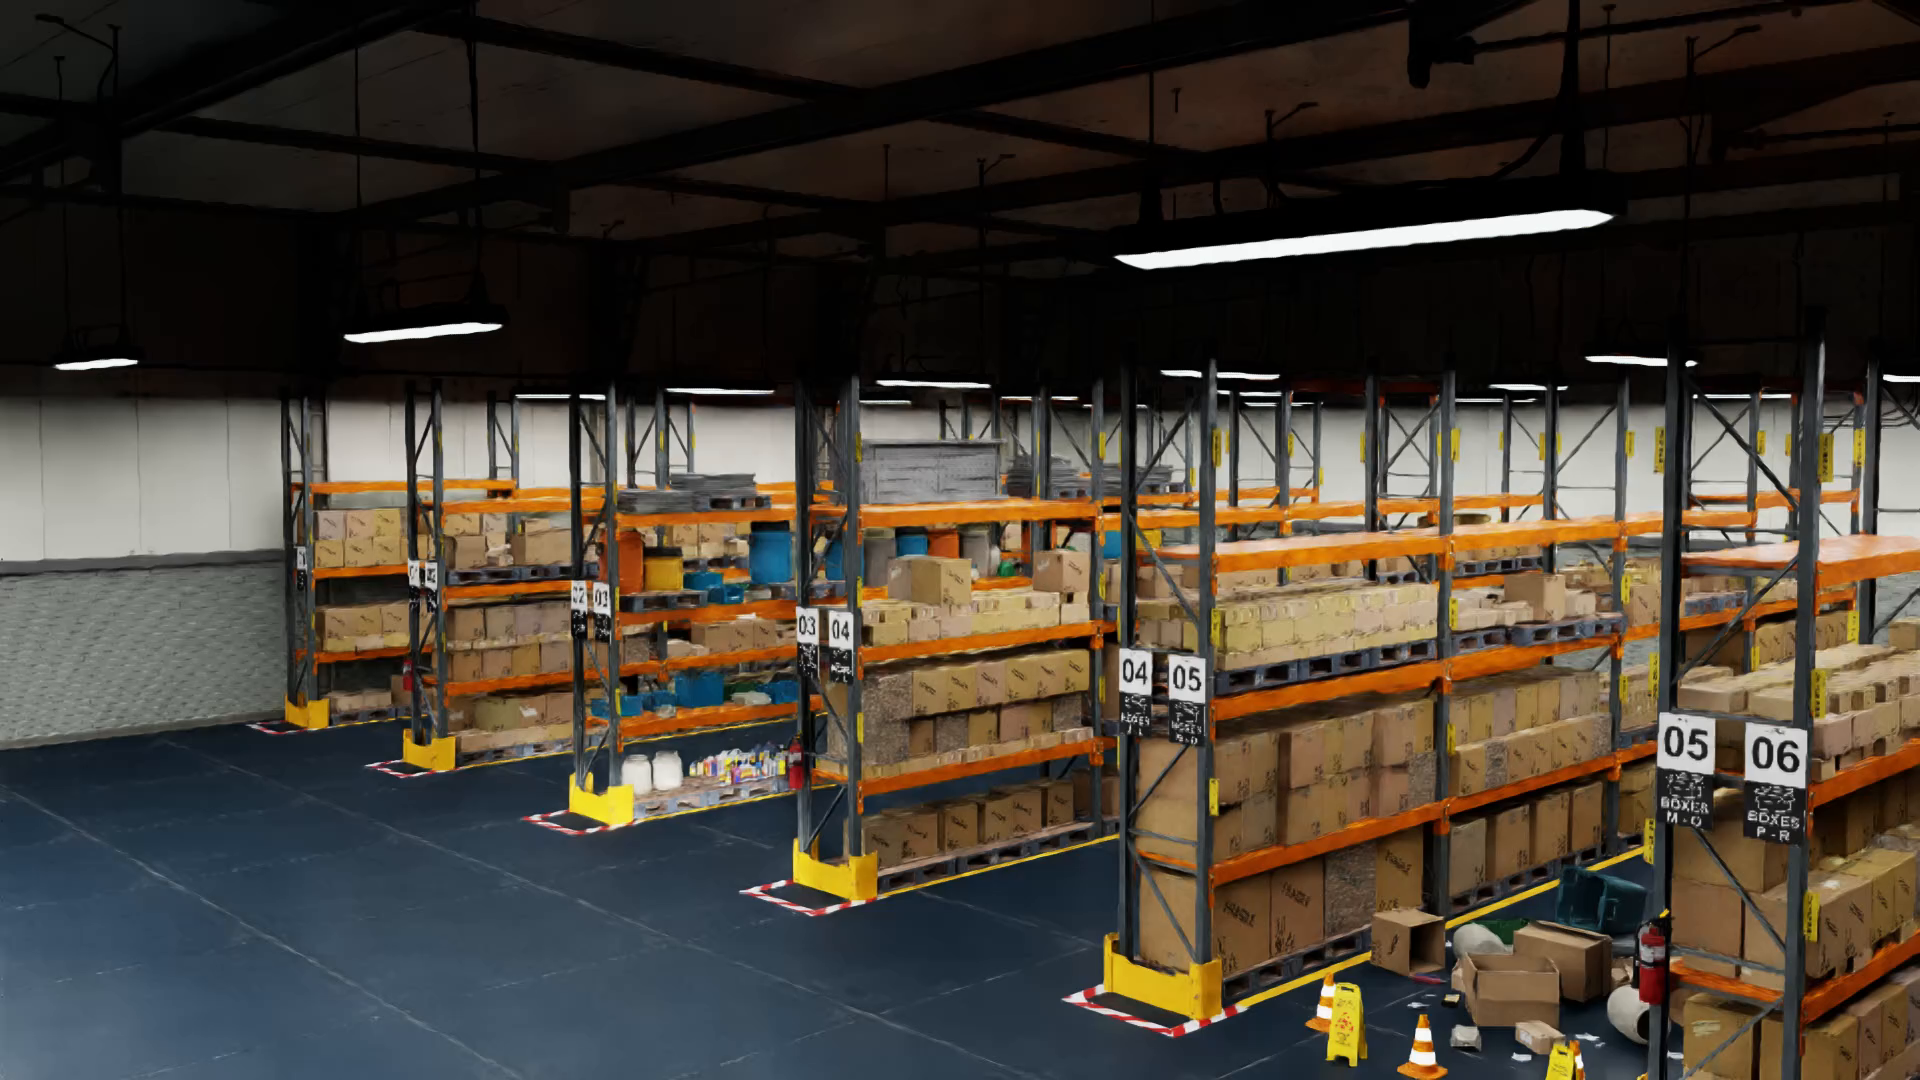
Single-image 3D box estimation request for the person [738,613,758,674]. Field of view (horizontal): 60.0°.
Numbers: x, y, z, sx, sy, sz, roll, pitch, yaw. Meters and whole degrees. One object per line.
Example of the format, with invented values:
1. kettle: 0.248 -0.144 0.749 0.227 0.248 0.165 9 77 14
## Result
1. person: -4.317 2.063 34.404 0.469 1.766 0.642 2 4 25
